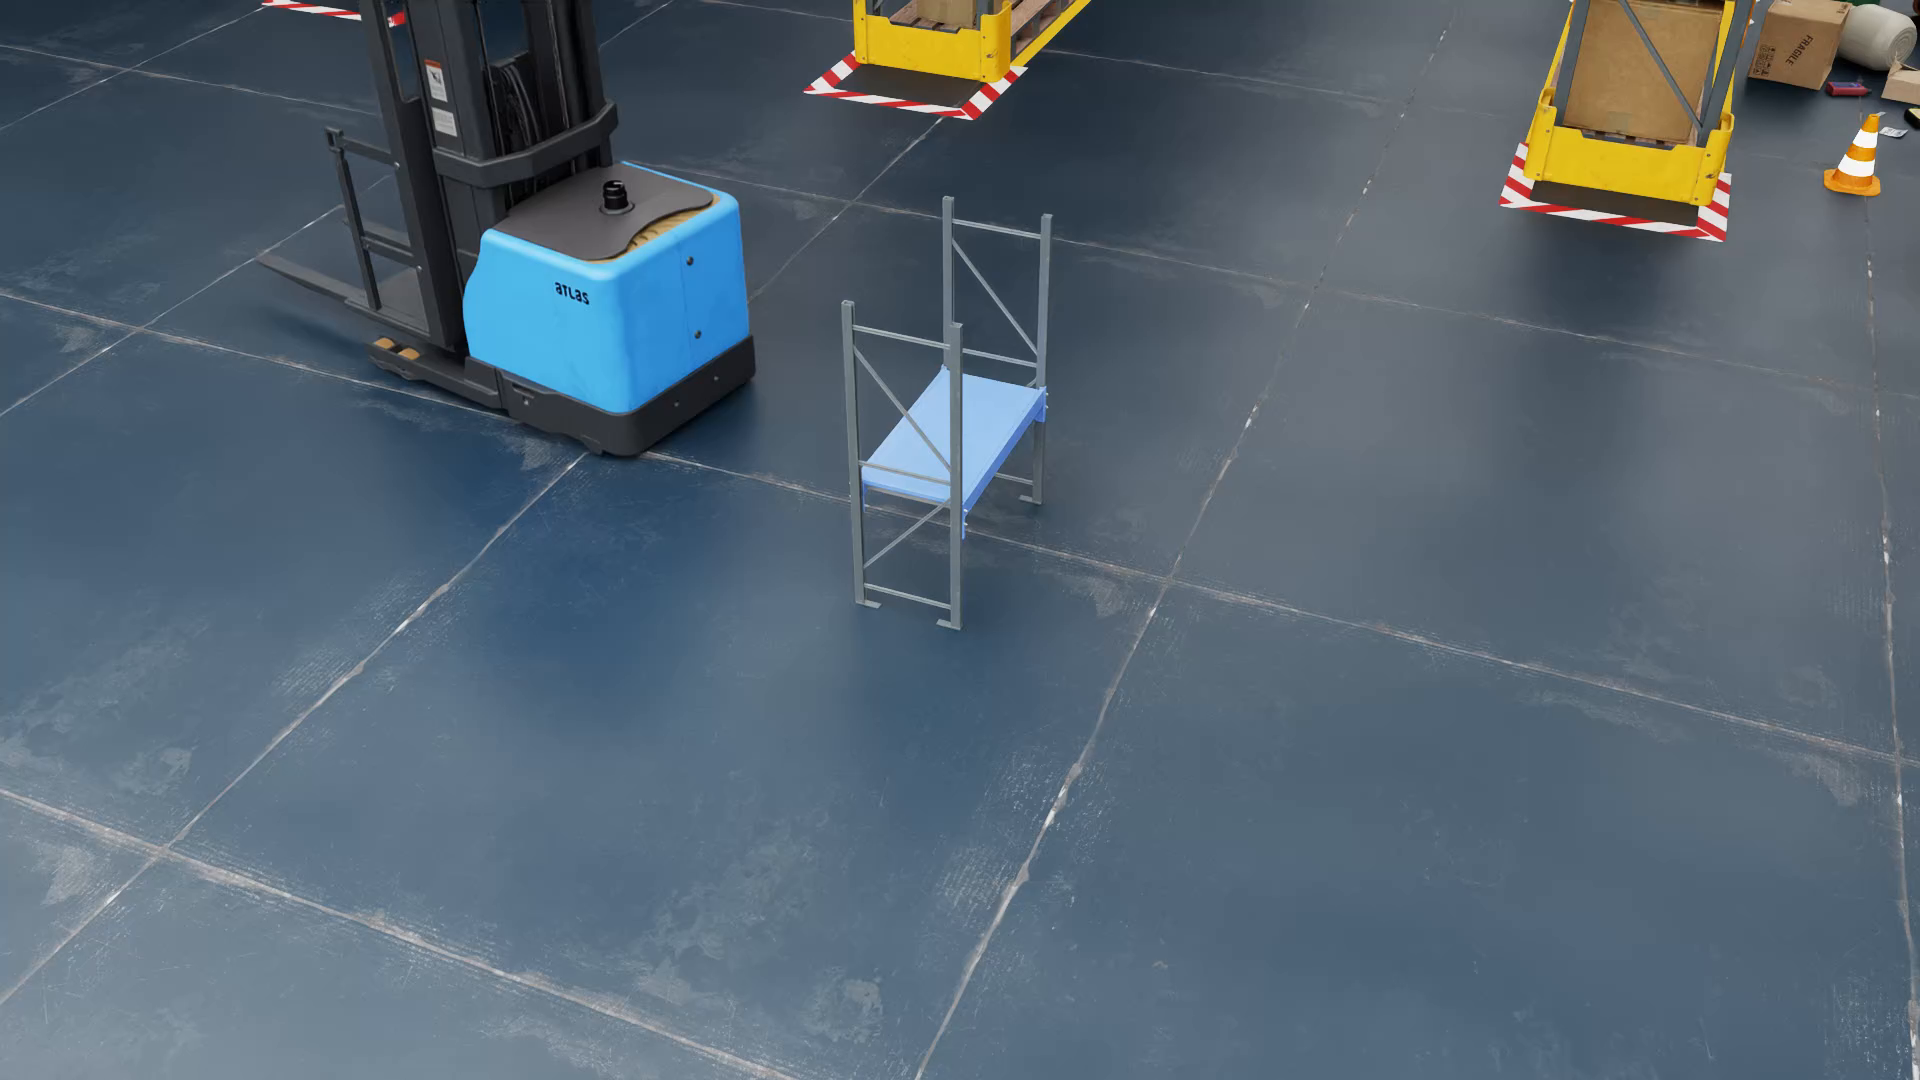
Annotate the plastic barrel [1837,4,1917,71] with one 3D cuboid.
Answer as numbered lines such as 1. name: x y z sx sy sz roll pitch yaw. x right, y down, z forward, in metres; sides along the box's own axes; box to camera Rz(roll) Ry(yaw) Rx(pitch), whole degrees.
1. plastic barrel: 6.819 -3.765 12.434 0.421 0.421 0.512 -17 40 -22

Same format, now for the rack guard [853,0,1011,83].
1. rack guard: -0.210 -3.787 12.398 1.175 0.500 0.348 14 39 18

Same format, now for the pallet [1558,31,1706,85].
1. pallet: 5.007 -3.577 12.359 1.003 0.211 1.213 14 39 18

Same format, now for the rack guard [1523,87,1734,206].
1. rack guard: 4.301 -2.545 10.738 1.175 0.500 0.348 14 39 18

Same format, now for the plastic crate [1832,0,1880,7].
1. plastic crate: 6.977 -4.277 13.267 0.662 0.188 0.450 -25 33 -29

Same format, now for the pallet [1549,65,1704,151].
1. pallet: 4.542 -2.903 11.458 1.003 0.211 1.213 14 39 18

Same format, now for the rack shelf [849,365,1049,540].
1. rack shelf: -0.032 -0.409 7.345 0.538 0.185 1.000 14 39 18

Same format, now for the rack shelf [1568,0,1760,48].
1. rack shelf: 5.071 -4.379 11.704 1.077 0.370 4.000 14 39 18

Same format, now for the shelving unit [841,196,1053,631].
1. shelving unit: -0.032 -0.553 7.238 0.538 1.500 1.048 14 39 18

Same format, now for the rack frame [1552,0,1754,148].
1. rack frame: 4.310 -3.560 10.007 1.000 3.000 0.127 14 39 18

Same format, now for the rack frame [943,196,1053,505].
1. rack frame: 0.161 -0.835 7.614 0.500 1.500 0.032 14 39 18

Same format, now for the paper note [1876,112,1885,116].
1. paper note: 6.508 -3.013 11.772 0.123 0.001 0.032 -25 43 -29

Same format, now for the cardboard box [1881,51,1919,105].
1. cardboard box: 6.881 -3.308 11.954 0.396 0.266 0.258 21 42 25

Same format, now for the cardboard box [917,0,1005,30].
1. cardboard box: 0.014 -4.255 12.674 0.500 0.500 0.500 21 42 26

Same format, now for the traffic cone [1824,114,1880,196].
1. traffic cone: 5.825 -2.514 10.727 0.336 0.463 0.334 14 39 18

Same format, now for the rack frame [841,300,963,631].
1. rack frame: -0.226 -0.272 6.861 0.500 1.500 0.032 14 39 18

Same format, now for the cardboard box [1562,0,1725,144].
1. cardboard box: 4.507 -3.268 11.040 0.875 0.875 0.875 14 39 18

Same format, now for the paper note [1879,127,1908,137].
1. paper note: 6.461 -2.828 11.510 0.144 0.017 0.142 29 45 33

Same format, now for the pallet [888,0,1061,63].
1. pallet: 0.132 -4.113 13.076 1.003 0.211 1.213 14 39 18

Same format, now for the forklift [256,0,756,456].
1. forklift: -2.592 -2.269 8.338 3.031 2.935 1.130 22 42 26

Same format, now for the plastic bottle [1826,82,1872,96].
1. plastic bottle: 6.463 -3.276 12.082 0.283 0.061 0.133 1 37 2

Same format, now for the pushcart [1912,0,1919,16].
1. pushcart: 8.320 -4.144 12.979 1.648 0.377 0.936 1 37 2

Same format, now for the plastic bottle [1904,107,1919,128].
1. plastic bottle: 6.729 -2.974 11.678 0.133 0.061 0.283 1 37 2

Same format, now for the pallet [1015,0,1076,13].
1. pallet: 0.598 -4.786 13.976 1.003 0.211 1.213 14 39 18

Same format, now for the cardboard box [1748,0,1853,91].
1. cardboard box: 6.190 -3.681 12.255 0.500 0.500 0.500 21 42 25

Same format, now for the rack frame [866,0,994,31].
1. rack frame: -0.239 -4.746 11.594 1.000 3.000 0.127 14 39 18
